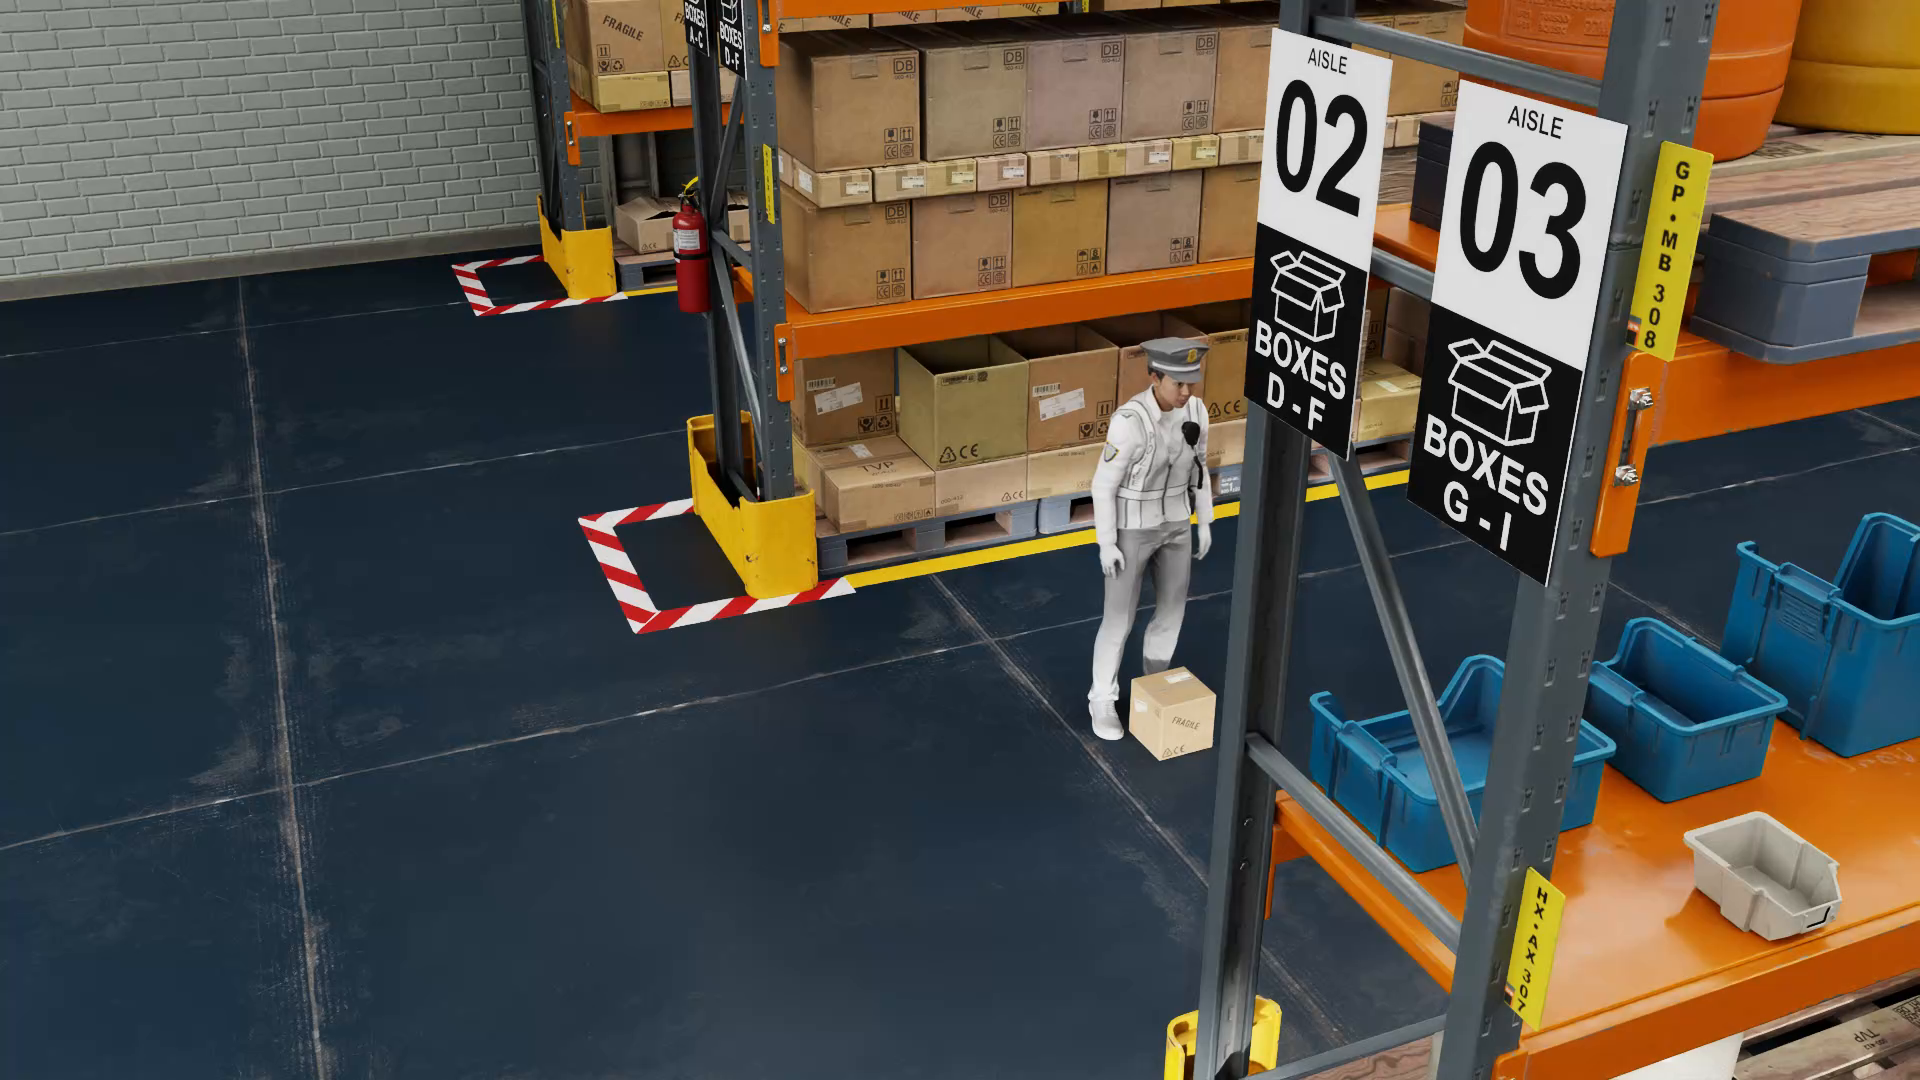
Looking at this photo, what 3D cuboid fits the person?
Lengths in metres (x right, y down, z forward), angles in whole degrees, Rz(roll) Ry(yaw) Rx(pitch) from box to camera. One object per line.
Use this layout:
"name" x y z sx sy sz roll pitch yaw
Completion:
"person" 0.771 -0.028 6.661 0.546 1.667 0.369 -12 29 -23
